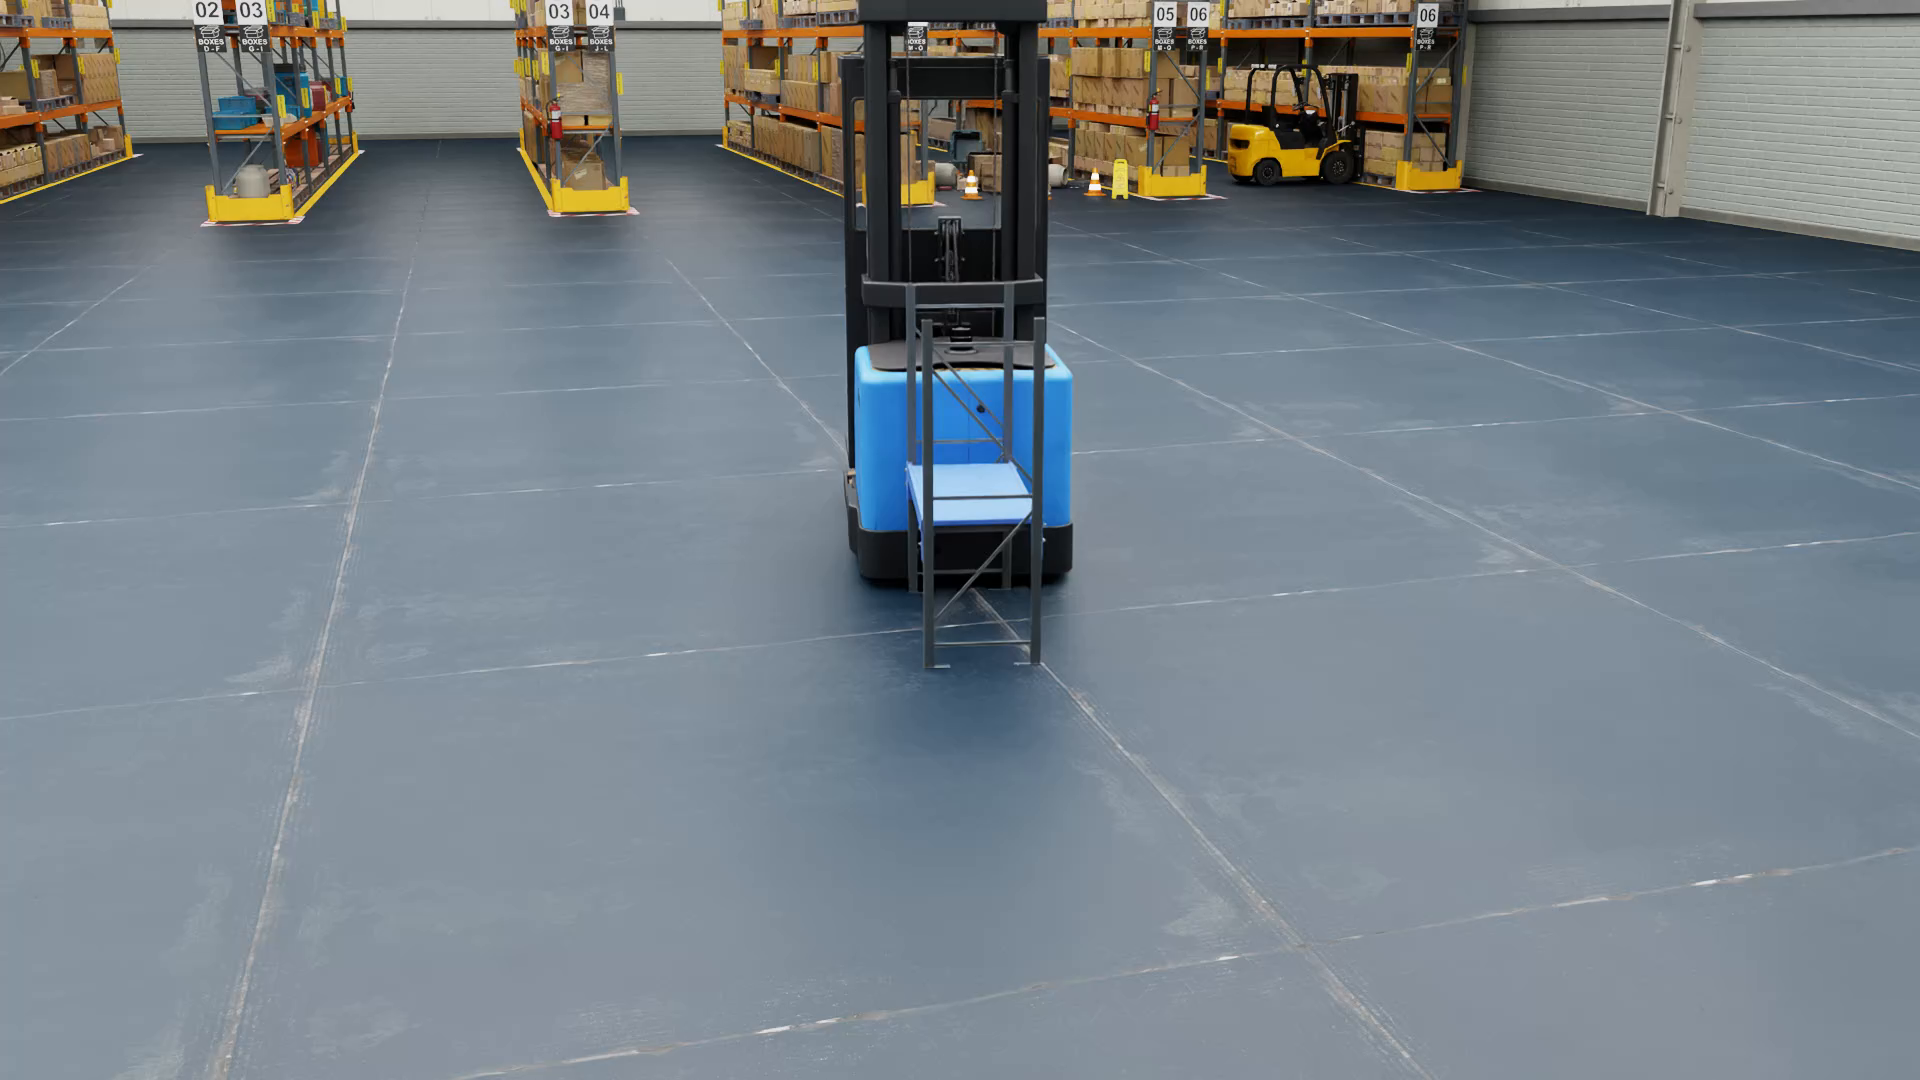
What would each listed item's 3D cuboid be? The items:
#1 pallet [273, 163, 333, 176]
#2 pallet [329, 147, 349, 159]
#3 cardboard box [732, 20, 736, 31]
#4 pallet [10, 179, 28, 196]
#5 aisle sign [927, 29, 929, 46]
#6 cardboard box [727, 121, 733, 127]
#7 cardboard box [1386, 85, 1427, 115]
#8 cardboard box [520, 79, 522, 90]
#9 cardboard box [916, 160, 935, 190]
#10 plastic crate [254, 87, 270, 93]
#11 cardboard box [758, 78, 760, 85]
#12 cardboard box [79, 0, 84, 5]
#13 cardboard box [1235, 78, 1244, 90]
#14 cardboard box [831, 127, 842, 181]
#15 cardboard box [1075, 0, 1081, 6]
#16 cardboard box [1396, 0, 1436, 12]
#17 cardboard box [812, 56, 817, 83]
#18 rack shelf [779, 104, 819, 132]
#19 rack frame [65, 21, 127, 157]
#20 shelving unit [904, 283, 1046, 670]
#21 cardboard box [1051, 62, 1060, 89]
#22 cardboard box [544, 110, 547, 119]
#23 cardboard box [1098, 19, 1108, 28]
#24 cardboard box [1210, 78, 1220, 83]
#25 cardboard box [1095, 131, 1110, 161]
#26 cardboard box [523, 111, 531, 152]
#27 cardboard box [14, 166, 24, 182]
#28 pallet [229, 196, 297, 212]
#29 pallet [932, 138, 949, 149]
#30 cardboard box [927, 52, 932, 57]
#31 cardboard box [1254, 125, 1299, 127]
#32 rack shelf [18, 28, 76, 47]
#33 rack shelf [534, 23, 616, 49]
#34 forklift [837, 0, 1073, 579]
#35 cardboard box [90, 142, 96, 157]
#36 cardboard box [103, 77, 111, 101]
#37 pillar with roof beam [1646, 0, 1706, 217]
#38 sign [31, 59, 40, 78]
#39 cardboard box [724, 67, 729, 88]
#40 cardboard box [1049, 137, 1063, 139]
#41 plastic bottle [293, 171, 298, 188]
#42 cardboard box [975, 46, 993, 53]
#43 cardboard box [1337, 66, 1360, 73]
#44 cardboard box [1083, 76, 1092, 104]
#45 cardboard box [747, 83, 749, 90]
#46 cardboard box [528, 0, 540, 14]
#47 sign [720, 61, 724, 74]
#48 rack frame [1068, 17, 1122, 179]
[{"bbox_3d":[-13.039,-7.341,33.023,1.003,0.211,1.213,-5,17,-15],"label":"pallet"},{"bbox_3d":[-14.460,-8.771,37.783,1.003,0.211,1.213,-5,17,-15],"label":"pallet"},{"bbox_3d":[-5.118,-12.219,39.463,0.500,0.250,0.500,-5,17,-16],"label":"cardboard box"},{"bbox_3d":[-17.025,-6.168,29.118,1.003,0.211,1.213,-5,17,-15],"label":"pallet"},{"bbox_3d":[-0.988,-13.091,42.801,0.394,0.787,0.004,-5,17,-15],"label":"aisle sign"},{"bbox_3d":[-5.604,-10.379,41.481,0.380,0.149,0.250,-6,18,-18],"label":"cardboard box"},{"bbox_3d":[8.091,-7.980,30.131,0.500,0.500,0.500,-5,17,-16],"label":"cardboard box"},{"bbox_3d":[-10.062,-10.700,39.102,0.500,0.250,0.500,-5,18,-17],"label":"cardboard box"},{"bbox_3d":[-0.710,-6.566,29.939,0.500,0.500,0.500,-2,17,-6],"label":"cardboard box"},{"bbox_3d":[-12.632,-8.021,30.329,0.402,0.464,0.583,-5,17,-15],"label":"plastic crate"},{"bbox_3d":[-4.153,-9.898,35.878,0.380,0.149,0.250,-4,17,-14],"label":"cardboard box"},{"bbox_3d":[-18.960,-11.559,35.094,0.700,0.500,0.500,-5,17,-15],"label":"cardboard box"},{"bbox_3d":[6.304,-9.917,36.144,0.500,0.250,0.500,-4,17,-14],"label":"cardboard box"},{"bbox_3d":[-1.767,-6.866,29.558,0.875,0.875,0.875,-5,17,-15],"label":"cardboard box"},{"bbox_3d":[2.381,-10.115,31.249,0.380,0.149,0.250,-5,17,-16],"label":"cardboard box"},{"bbox_3d":[8.123,-9.654,29.584,0.500,0.500,0.500,-4,17,-13],"label":"cardboard box"},{"bbox_3d":[-2.409,-8.916,31.510,0.700,0.500,0.500,-5,17,-16],"label":"cardboard box"},{"bbox_3d":[-2.673,-8.319,32.684,1.077,0.370,4.000,-5,17,-15],"label":"rack shelf"},{"bbox_3d":[-19.744,-10.284,37.973,1.000,3.000,0.127,-5,17,-15],"label":"rack frame"},{"bbox_3d":[0.048,-0.320,7.409,0.538,1.500,1.048,-2,17,-5],"label":"shelving unit"},{"bbox_3d":[2.123,-9.168,32.839,0.500,0.500,0.500,-5,17,-15],"label":"cardboard box"},{"bbox_3d":[-6.892,-7.265,28.360,0.380,0.149,0.250,-5,17,-15],"label":"cardboard box"},{"bbox_3d":[2.728,-9.377,30.178,0.380,0.149,0.250,-5,17,-16],"label":"cardboard box"},{"bbox_3d":[5.679,-10.425,37.976,0.500,0.250,0.500,-6,18,-18],"label":"cardboard box"},{"bbox_3d":[2.810,-7.298,30.780,0.500,0.500,0.500,-4,17,-12],"label":"cardboard box"},{"bbox_3d":[-8.924,-8.967,36.555,1.225,0.875,0.875,-5,17,-15],"label":"cardboard box"},{"bbox_3d":[-16.742,-6.405,29.110,0.500,0.250,0.500,-4,17,-14],"label":"cardboard box"},{"bbox_3d":[-10.868,-5.155,25.748,1.003,0.211,1.213,-5,17,-15],"label":"pallet"},{"bbox_3d":[-0.063,-9.962,41.749,1.003,0.211,1.213,-5,17,-15],"label":"pallet"},{"bbox_3d":[-0.534,-11.937,41.564,0.500,0.500,0.500,-5,17,-16],"label":"cardboard box"},{"bbox_3d":[6.811,-8.554,35.612,0.875,0.625,0.625,-5,18,-18],"label":"cardboard box"},{"bbox_3d":[-18.095,-9.716,32.120,1.077,0.370,4.000,-5,17,-15],"label":"rack shelf"},{"bbox_3d":[-6.371,-8.285,27.357,1.077,0.370,4.000,-5,17,-15],"label":"rack shelf"},{"bbox_3d":[-0.099,-1.590,9.152,1.130,2.935,3.031,-2,17,-5],"label":"forklift"},{"bbox_3d":[-18.552,-8.233,35.057,0.500,0.311,0.500,-5,17,-15],"label":"cardboard box"},{"bbox_3d":[-19.082,-9.947,36.680,0.500,0.500,0.500,-5,17,-15],"label":"cardboard box"},{"bbox_3d":[6.664,-8.954,23.119,9.100,9.000,0.400,-5,17,-15],"label":"pillar with roof beam"},{"bbox_3d":[-17.013,-8.670,30.589,0.100,0.325,0.005,-5,17,-15],"label":"sign"},{"bbox_3d":[-5.564,-11.474,41.246,0.500,0.500,0.500,-4,17,-13],"label":"cardboard box"},{"bbox_3d":[1.654,-8.422,35.613,0.950,0.372,0.625,-6,18,-19],"label":"cardboard box"},{"bbox_3d":[-11.091,-6.014,27.718,0.061,0.283,0.133,-4,17,-12],"label":"plastic bottle"},{"bbox_3d":[0.572,-11.688,39.609,0.380,0.149,0.250,-5,17,-16],"label":"cardboard box"},{"bbox_3d":[7.489,-9.029,31.977,0.380,0.149,0.250,-5,17,-16],"label":"cardboard box"},{"bbox_3d":[2.621,-8.440,31.143,0.500,0.500,0.500,-5,17,-15],"label":"cardboard box"},{"bbox_3d":[-4.574,-10.183,37.344,0.380,0.149,0.250,-4,17,-14],"label":"cardboard box"},{"bbox_3d":[-7.857,-10.147,31.262,0.500,0.500,0.500,-5,17,-17],"label":"cardboard box"},{"bbox_3d":[-5.943,-11.802,41.522,0.100,0.325,0.005,-5,17,-15],"label":"sign"},{"bbox_3d":[2.608,-8.530,32.135,1.000,3.000,0.127,-5,17,-15],"label":"rack frame"}]
